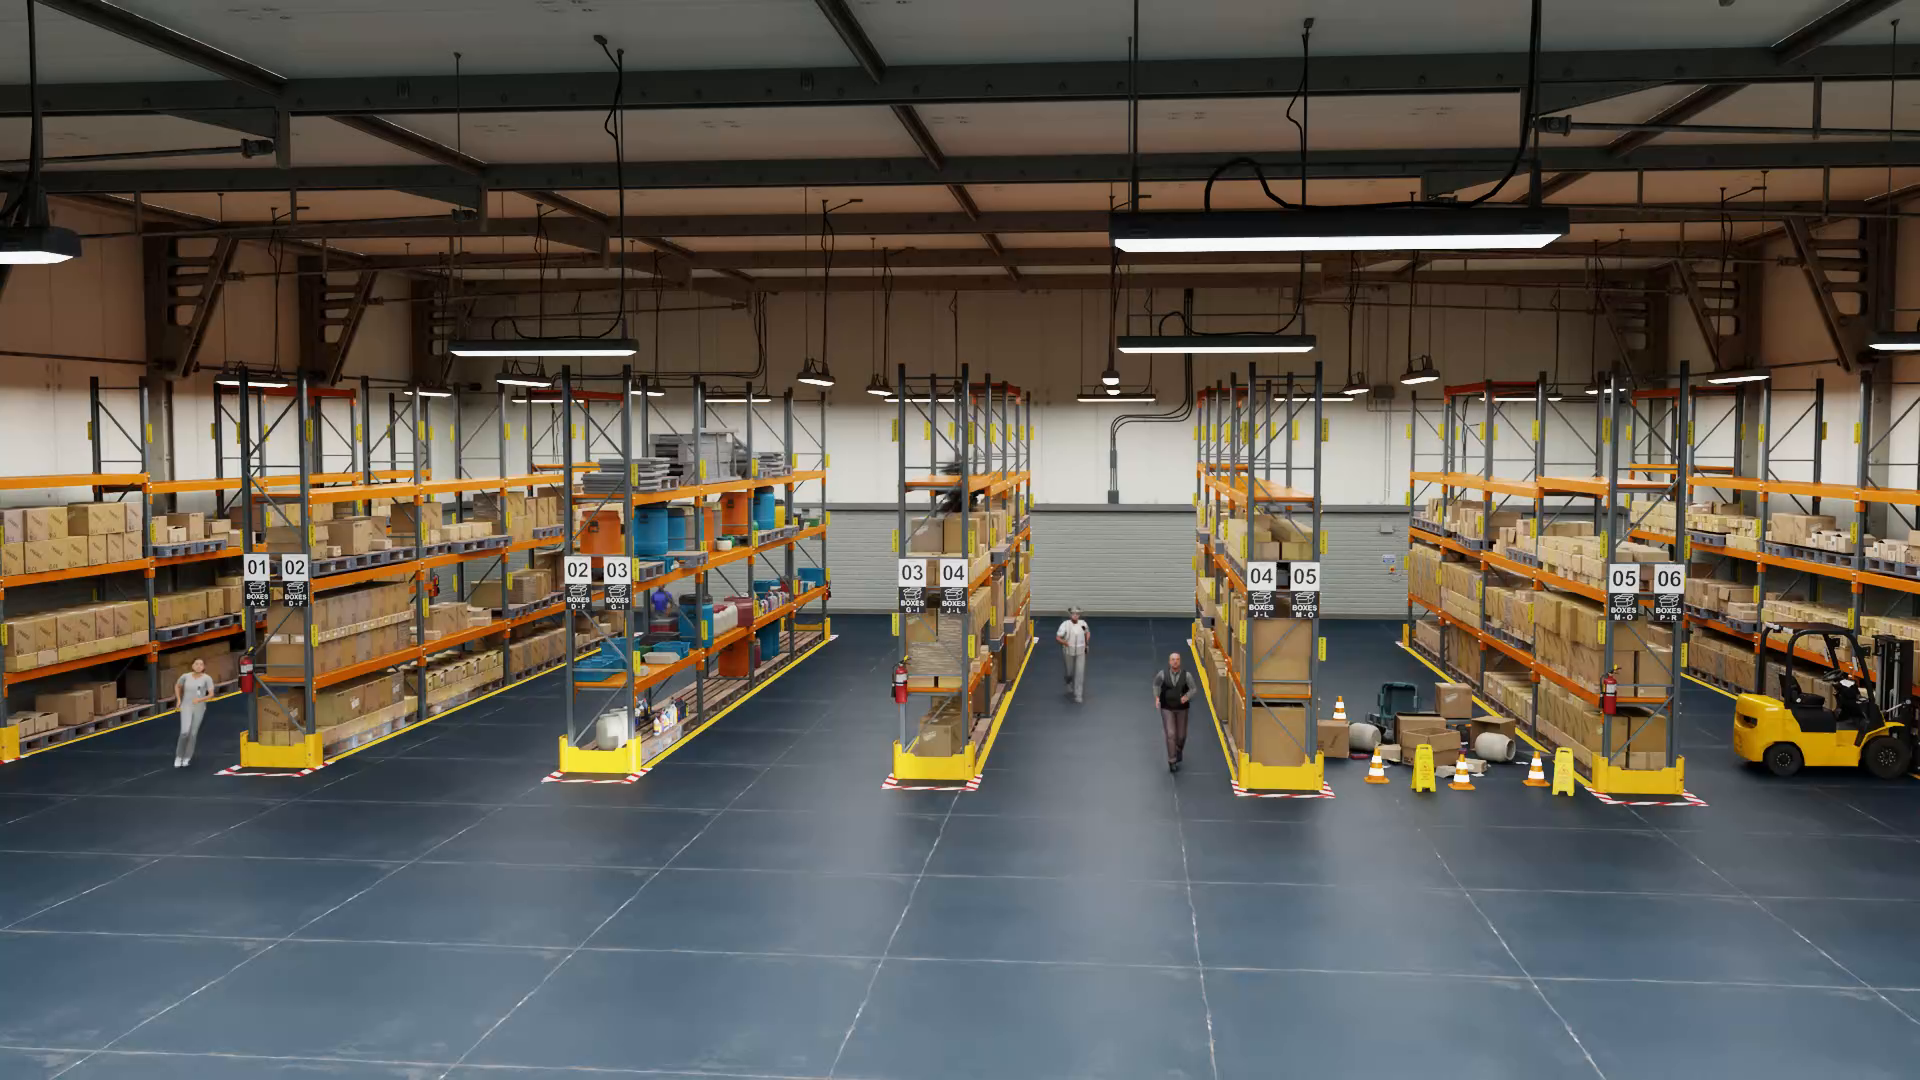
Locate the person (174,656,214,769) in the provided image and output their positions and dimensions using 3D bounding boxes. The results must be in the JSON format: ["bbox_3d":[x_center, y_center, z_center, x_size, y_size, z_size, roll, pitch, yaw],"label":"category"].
[{"bbox_3d":[-11.528,2.577,25.020,0.580,1.656,0.625,-2,4,-25],"label":"person"}]

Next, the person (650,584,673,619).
[{"bbox_3d":[-6.888,1.744,38.258,0.572,1.605,0.578,0,4,-4],"label":"person"}]

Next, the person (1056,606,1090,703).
[{"bbox_3d":[2.135,2.114,31.154,0.662,1.776,0.984,0,4,-4],"label":"person"}]

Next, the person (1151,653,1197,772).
[{"bbox_3d":[3.197,2.542,24.825,0.672,1.716,0.855,0,4,3],"label":"person"}]
